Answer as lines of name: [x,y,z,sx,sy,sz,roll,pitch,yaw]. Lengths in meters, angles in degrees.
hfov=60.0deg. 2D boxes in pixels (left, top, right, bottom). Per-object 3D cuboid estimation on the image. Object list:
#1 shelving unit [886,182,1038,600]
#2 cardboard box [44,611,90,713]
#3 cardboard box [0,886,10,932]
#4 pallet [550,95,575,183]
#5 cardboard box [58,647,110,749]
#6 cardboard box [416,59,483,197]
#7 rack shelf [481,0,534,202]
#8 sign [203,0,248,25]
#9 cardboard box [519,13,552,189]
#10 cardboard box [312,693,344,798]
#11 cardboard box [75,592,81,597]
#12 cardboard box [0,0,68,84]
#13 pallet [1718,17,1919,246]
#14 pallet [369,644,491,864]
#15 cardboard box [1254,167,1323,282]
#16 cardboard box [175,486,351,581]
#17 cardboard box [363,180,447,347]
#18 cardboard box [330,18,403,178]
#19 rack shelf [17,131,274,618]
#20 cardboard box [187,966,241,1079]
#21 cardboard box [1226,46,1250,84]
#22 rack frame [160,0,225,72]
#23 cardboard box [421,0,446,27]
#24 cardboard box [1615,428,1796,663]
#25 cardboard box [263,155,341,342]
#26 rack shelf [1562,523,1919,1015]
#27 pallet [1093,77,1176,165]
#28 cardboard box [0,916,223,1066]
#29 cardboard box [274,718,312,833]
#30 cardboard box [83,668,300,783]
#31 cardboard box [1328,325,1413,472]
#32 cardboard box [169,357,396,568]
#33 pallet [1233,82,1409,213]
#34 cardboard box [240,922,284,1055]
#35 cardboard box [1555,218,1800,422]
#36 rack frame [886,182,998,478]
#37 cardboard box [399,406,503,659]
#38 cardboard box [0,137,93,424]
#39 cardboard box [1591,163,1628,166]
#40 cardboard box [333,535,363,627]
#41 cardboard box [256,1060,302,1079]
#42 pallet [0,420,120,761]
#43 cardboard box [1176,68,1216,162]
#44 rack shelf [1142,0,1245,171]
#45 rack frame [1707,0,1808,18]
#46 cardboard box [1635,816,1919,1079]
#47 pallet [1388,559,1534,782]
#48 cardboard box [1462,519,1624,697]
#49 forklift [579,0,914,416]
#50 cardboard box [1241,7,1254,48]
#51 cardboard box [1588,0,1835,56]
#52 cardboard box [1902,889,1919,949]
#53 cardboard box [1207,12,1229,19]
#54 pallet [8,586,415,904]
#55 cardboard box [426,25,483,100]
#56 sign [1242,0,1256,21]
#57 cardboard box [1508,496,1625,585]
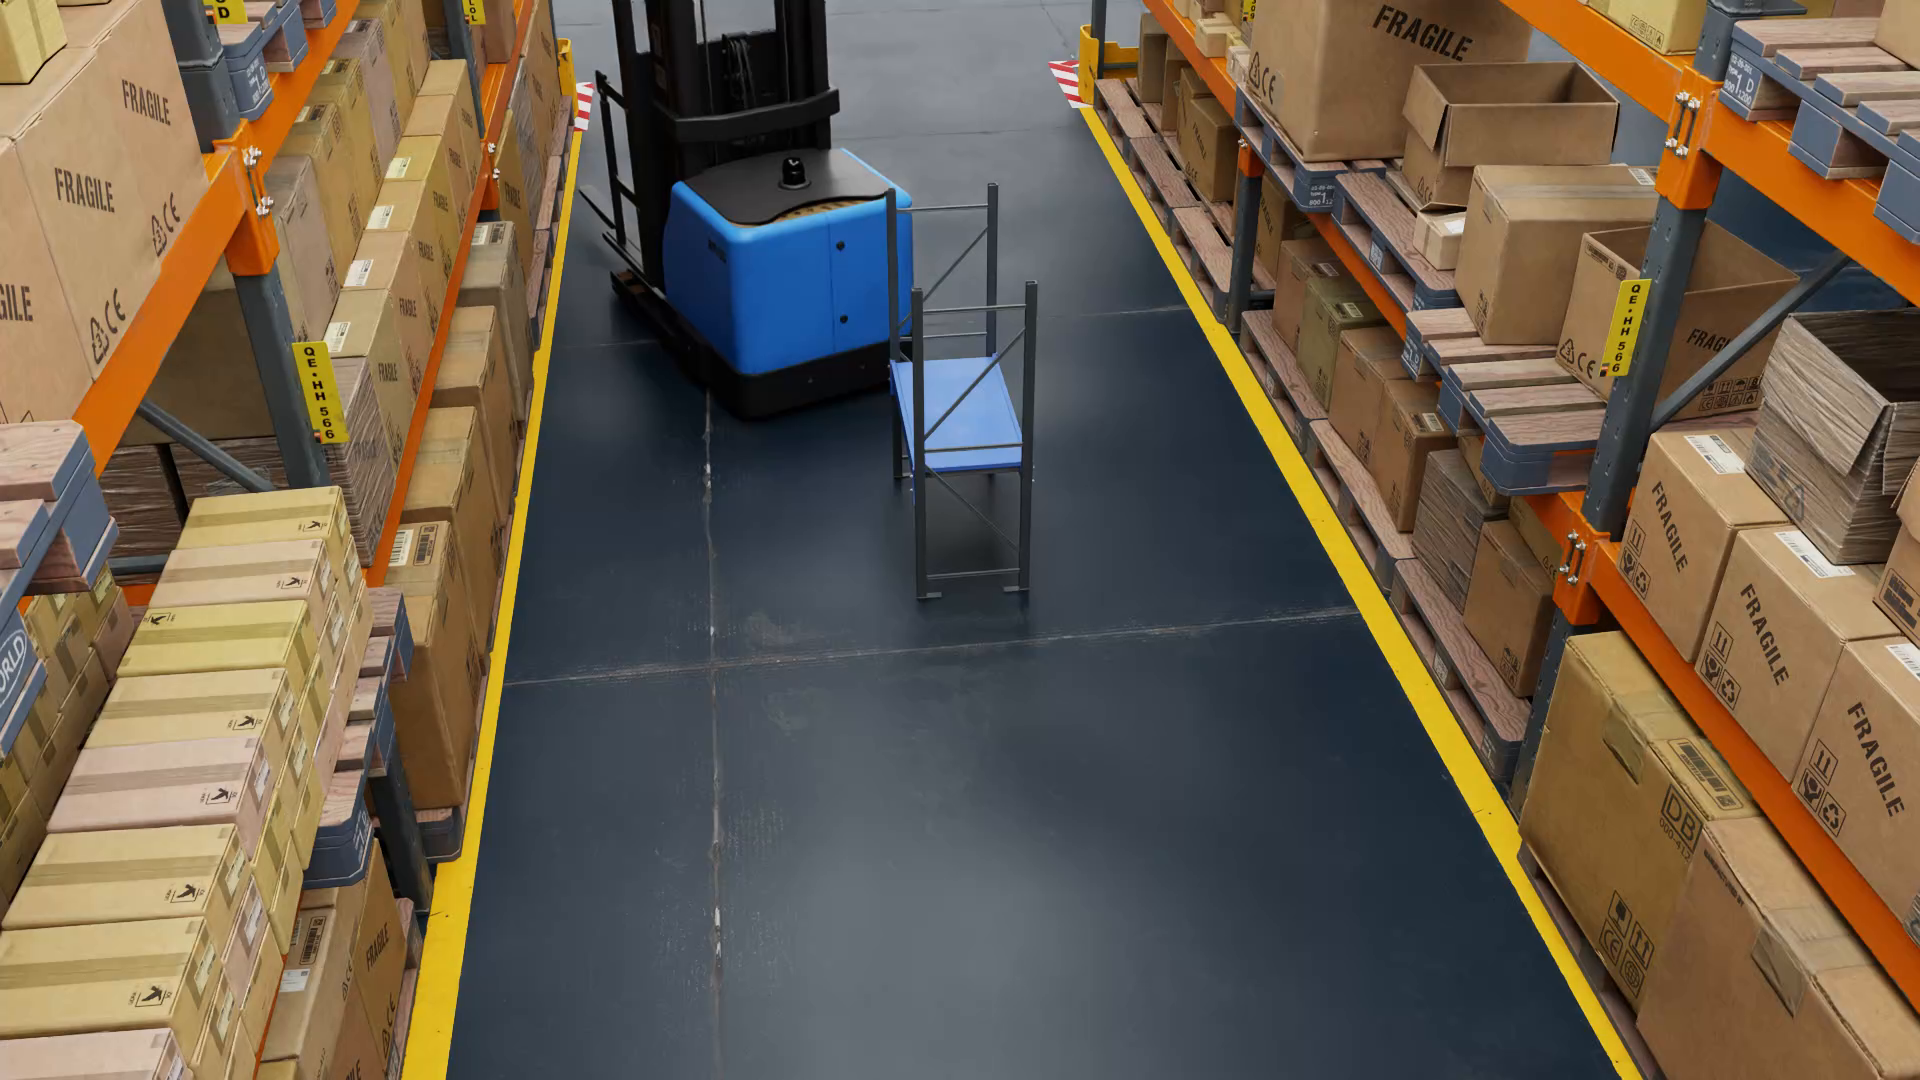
shelving unit: [-0.011,-0.667,7.397,0.538,1.500,1.048,-4,35,-6]
cardboard box: [-2.456,0.318,4.206,0.380,0.149,0.250,-3,34,-4]
cardboard box: [-2.352,0.869,3.661,0.380,0.149,0.250,-3,34,-5]
pallet: [-3.252,-2.797,11.667,1.003,0.211,1.213,-4,35,-6]
cardboard box: [-2.465,0.420,4.321,0.380,0.149,0.250,-3,34,-4]
cardboard box: [-2.564,-1.928,7.827,0.500,0.500,0.500,-5,35,-7]
rack shelf: [-3.168,-2.976,10.093,1.077,0.370,4.000,-4,35,-6]
sign: [-1.823,-1.419,4.045,0.100,0.325,0.005,-4,35,-6]
cardboard box: [-3.160,-2.821,10.740,0.875,0.875,0.875,-5,35,-7]
cardboard box: [-1.773,0.528,4.162,0.380,0.149,0.250,-4,34,-6]
cardboard box: [-2.490,0.034,4.358,0.380,0.149,0.250,-4,35,-6]
cardboard box: [-1.965,-1.031,3.168,0.396,0.266,0.258,-4,35,-6]
pallet: [2.707,-1.051,4.133,1.213,0.211,1.003,-3,34,-4]
pallet: [-2.392,0.781,6.416,1.003,0.211,1.213,-4,35,-6]
cardboard box: [2.015,-1.844,9.638,0.500,0.500,0.500,-5,35,-8]
cardboard box: [-1.841,-0.002,4.411,0.380,0.149,0.250,-6,35,-8]
cardboard box: [-2.357,-1.081,6.584,0.500,0.500,0.500,-5,35,-7]
cardboard box: [-2.688,-1.766,6.702,0.700,0.500,0.500,-4,34,-6]
rack shelf: [-2.092,0.248,2.697,1.077,0.370,4.000,-4,35,-6]
cardboard box: [-1.633,0.987,3.224,0.380,0.149,0.250,-5,35,-7]
cardboard box: [1.685,-2.611,9.141,0.380,0.149,0.250,-4,35,-6]
rack frame: [-2.361,-2.404,3.287,1.000,3.000,0.127,-4,35,-6]
cardboard box: [-2.915,-2.874,8.212,0.875,0.550,0.550,-4,35,-6]
cardboard box: [2.363,0.006,4.989,0.500,0.500,0.500,-3,34,-5]
cardboard box: [-2.481,-0.913,5.450,0.700,0.500,0.500,-5,35,-7]
rack shelf: [2.836,1.169,4.010,1.077,0.370,4.000,-4,35,-6]
pallet: [1.576,-3.058,12.050,1.003,0.211,1.213,-4,35,-6]
cardboard box: [-1.635,0.865,3.139,0.380,0.149,0.250,-3,34,-5]
cardboard box: [-1.735,0.558,3.853,0.380,0.149,0.250,-4,35,-6]
cardboard box: [-1.734,0.433,3.773,0.380,0.149,0.250,-3,34,-5]
cardboard box: [2.212,-0.702,7.945,0.700,0.500,0.500,-7,35,-10]
cardboard box: [-2.154,-0.238,5.346,0.500,0.500,0.500,-4,34,-6]
pallet: [1.988,-1.960,8.133,1.003,0.211,1.213,-4,35,-6]
cardboard box: [-1.672,0.962,3.526,0.380,0.149,0.250,-3,34,-5]
cardboard box: [2.455,-0.758,5.737,0.500,0.500,0.500,-9,35,-12]
rack frame: [-0.080,-0.951,7.814,0.500,1.500,0.032,-4,35,-6]
cardboard box: [-2.475,-0.004,6.716,1.050,0.750,0.750,-4,34,-6]
cardboard box: [-1.889,-0.349,2.847,0.500,0.500,0.500,-4,35,-6]
cardboard box: [2.570,-1.309,6.767,0.500,0.250,0.500,-5,35,-8]
cardboard box: [-1.843,0.123,4.492,0.380,0.149,0.250,-4,34,-5]
cardboard box: [-1.878,1.552,3.990,0.500,0.250,0.500,-4,34,-5]
pallet: [-1.943,0.214,2.276,1.213,0.211,1.003,-4,35,-6]
cardboard box: [1.739,-2.818,11.068,0.500,0.500,0.500,-1,34,-2]
rack shelf: [1.761,-3.296,10.561,1.077,0.370,4.000,-4,35,-6]
rack frame: [2.567,-2.724,3.756,1.000,3.000,0.127,-4,35,-6]
cardboard box: [2.752,1.345,4.627,1.225,0.875,0.875,-4,35,-6]
pallet: [2.464,0.471,6.871,1.003,0.211,1.213,-4,35,-6]
cardboard box: [2.458,0.234,6.572,0.700,0.500,0.500,-6,35,-9]
forklift: [-1.400,-2.650,9.036,1.130,2.935,3.031,-18,38,-24]
cardboard box: [2.030,-2.897,8.984,0.875,0.500,0.500,-4,35,-6]
cardboard box: [2.261,-1.669,5.005,0.500,0.250,0.500,-4,35,-6]
cardboard box: [2.573,0.858,3.738,0.500,0.500,0.500,-4,35,-6]
cardboard box: [1.664,-3.036,9.764,0.380,0.149,0.250,-4,35,-6]
pallet: [-2.160,0.543,4.459,1.213,0.211,1.003,-4,35,-6]
cardboard box: [-2.960,-2.424,8.511,0.875,0.550,0.550,-4,35,-6]
sign: [1.493,-2.789,8.410,0.100,0.325,0.005,-4,35,-6]
cardboard box: [2.448,-0.075,6.360,0.500,0.250,0.500,-3,34,-4]
